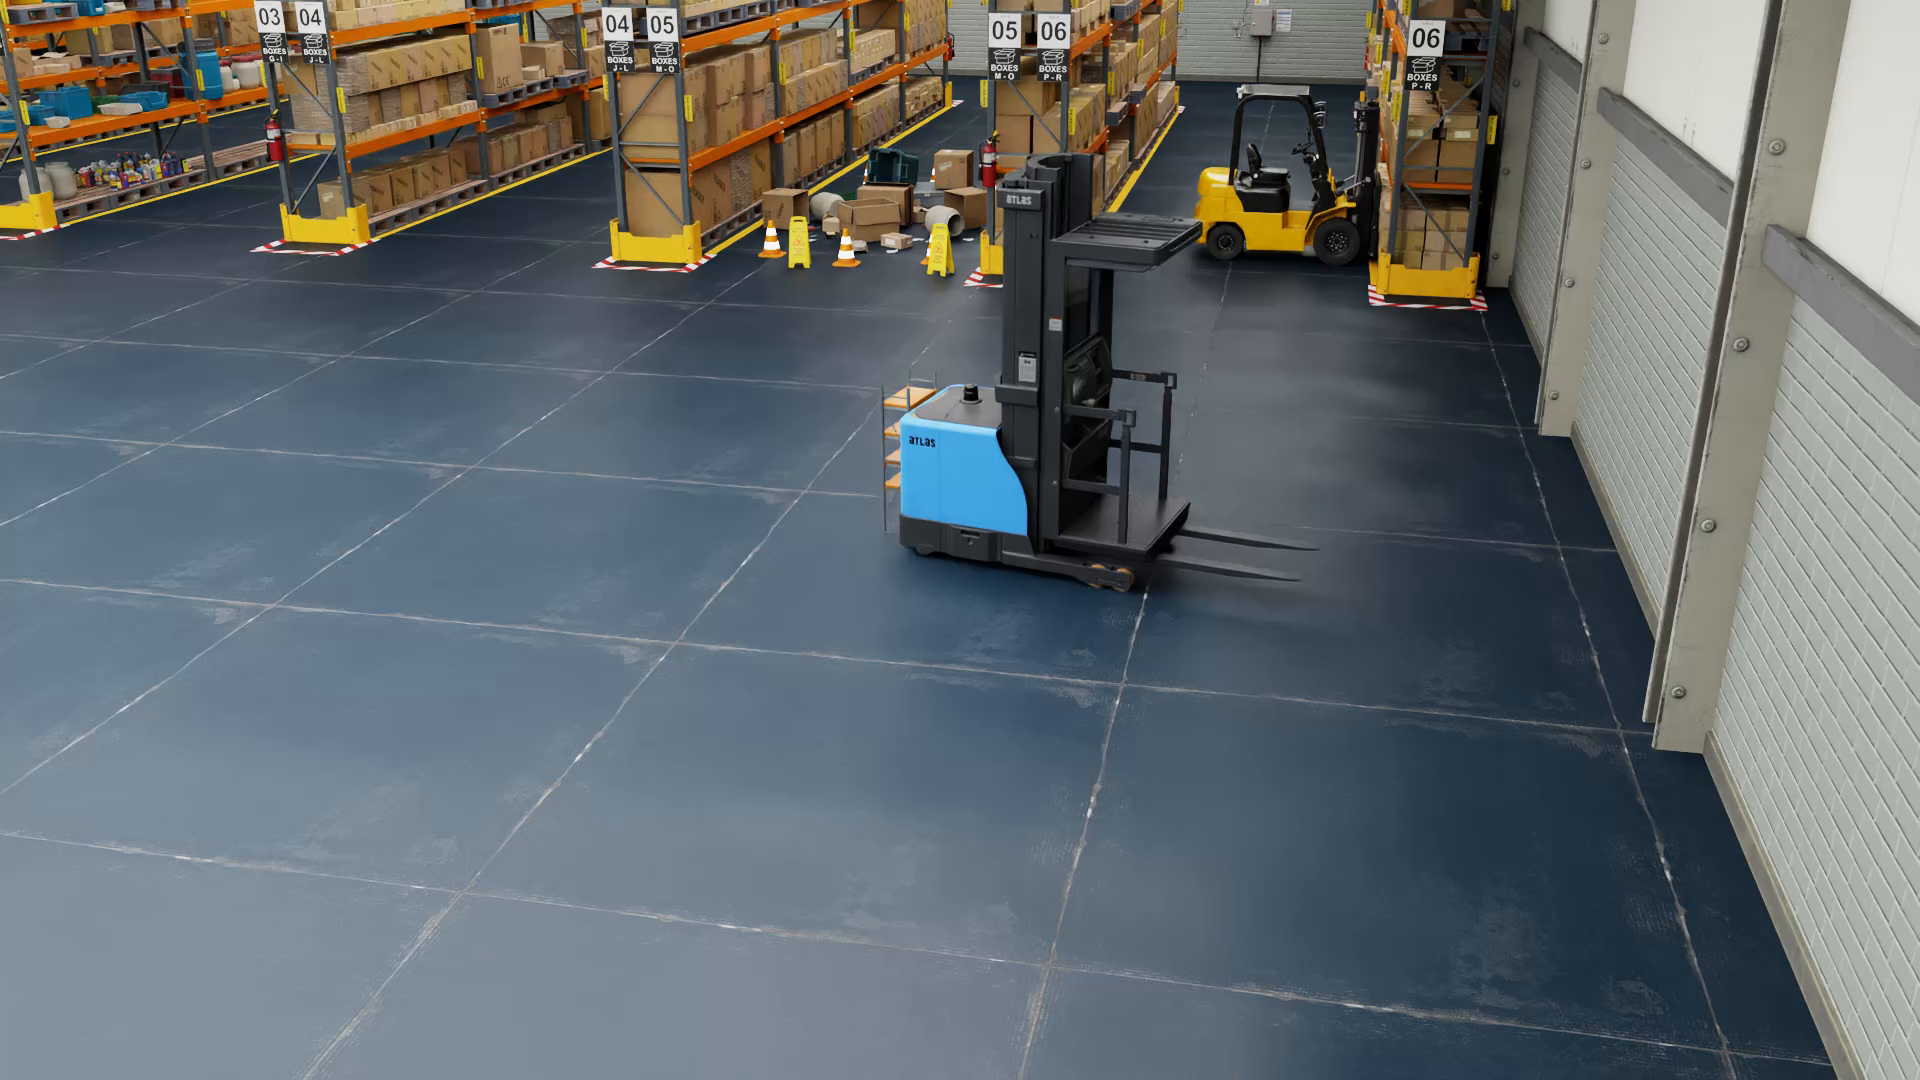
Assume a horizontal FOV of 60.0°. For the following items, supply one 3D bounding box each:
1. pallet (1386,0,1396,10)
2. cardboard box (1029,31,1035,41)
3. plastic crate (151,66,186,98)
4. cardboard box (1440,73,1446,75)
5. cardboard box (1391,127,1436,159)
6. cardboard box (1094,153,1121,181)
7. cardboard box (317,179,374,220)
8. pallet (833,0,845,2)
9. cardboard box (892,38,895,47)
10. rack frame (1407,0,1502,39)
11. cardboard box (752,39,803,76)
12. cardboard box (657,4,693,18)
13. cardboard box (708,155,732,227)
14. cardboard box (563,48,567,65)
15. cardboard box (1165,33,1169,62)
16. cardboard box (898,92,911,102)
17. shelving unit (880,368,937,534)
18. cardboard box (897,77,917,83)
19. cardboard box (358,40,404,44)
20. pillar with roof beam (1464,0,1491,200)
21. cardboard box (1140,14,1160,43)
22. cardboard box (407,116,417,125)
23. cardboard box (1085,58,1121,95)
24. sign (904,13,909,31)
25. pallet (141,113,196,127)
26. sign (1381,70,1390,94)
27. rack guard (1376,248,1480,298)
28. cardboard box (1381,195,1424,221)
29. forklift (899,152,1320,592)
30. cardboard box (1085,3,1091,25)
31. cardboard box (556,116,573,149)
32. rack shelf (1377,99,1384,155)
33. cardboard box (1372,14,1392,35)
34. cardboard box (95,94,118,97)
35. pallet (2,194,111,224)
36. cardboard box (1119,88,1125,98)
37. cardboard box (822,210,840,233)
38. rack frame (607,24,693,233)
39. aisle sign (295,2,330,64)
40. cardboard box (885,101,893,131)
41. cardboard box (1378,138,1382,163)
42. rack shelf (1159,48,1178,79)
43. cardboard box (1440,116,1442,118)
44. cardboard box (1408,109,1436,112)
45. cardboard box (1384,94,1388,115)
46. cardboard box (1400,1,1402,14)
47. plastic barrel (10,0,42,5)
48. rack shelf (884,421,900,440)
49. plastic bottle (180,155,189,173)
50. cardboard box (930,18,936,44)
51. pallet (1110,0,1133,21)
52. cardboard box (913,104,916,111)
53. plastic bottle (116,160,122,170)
[{"bbox_3d":[7.283,-8.399,25.931,1.213,0.211,1.003,6,23,13],"label":"pallet"},{"bbox_3d":[0.747,-6.416,21.091,0.380,0.149,0.250,5,23,13],"label":"cardboard box"},{"bbox_3d":[-13.093,-7.628,27.692,0.402,0.464,0.583,4,22,11],"label":"plastic crate"},{"bbox_3d":[7.171,-7.000,25.218,0.380,0.149,0.250,5,22,12],"label":"cardboard box"},{"bbox_3d":[5.660,-4.860,20.772,0.500,0.500,0.500,5,23,13],"label":"cardboard box"},{"bbox_3d":[2.046,-5.950,26.567,0.950,0.372,0.625,5,23,13],"label":"cardboard box"},{"bbox_3d":[-8.716,-4.819,23.589,0.500,0.500,0.500,9,24,21],"label":"cardboard box"},{"bbox_3d":[-2.472,-9.132,27.751,1.213,0.211,1.003,6,23,13],"label":"pallet"},{"bbox_3d":[-1.464,-9.586,32.017,0.380,0.149,0.250,5,23,13],"label":"cardboard box"},{"bbox_3d":[5.701,-7.207,18.704,1.000,3.000,0.127,4,22,11],"label":"rack frame"},{"bbox_3d":[-2.907,-7.670,26.411,0.700,0.500,0.500,5,22,11],"label":"cardboard box"},{"bbox_3d":[-3.641,-6.759,21.246,0.380,0.149,0.250,5,22,11],"label":"cardboard box"},{"bbox_3d":[-3.774,-4.926,23.352,0.875,0.875,0.875,4,22,10],"label":"cardboard box"},{"bbox_3d":[-7.370,-8.729,30.377,0.500,0.500,0.500,5,23,13],"label":"cardboard box"},{"bbox_3d":[3.857,-9.753,32.922,0.500,0.500,0.500,5,22,11],"label":"cardboard box"},{"bbox_3d":[-1.189,-8.885,33.358,0.380,0.149,0.250,6,23,14],"label":"cardboard box"},{"bbox_3d":[-0.391,-0.682,12.940,0.258,1.200,0.503,9,24,22],"label":"shelving unit"},{"bbox_3d":[-1.138,-9.866,35.794,0.380,0.149,0.250,5,22,12],"label":"cardboard box"},{"bbox_3d":[-8.588,-7.157,24.739,0.500,0.500,0.500,4,22,11],"label":"cardboard box"},{"bbox_3d":[3.736,-9.916,25.429,9.100,9.000,0.400,4,22,11],"label":"pillar with roof beam"},{"bbox_3d":[3.445,-9.518,30.999,0.500,0.500,0.500,5,23,13],"label":"cardboard box"},{"bbox_3d":[-8.246,-6.169,24.493,0.380,0.149,0.250,4,22,11],"label":"cardboard box"},{"bbox_3d":[2.136,-6.976,25.067,0.500,0.500,0.500,5,22,11],"label":"cardboard box"},{"bbox_3d":[-1.032,-10.027,32.185,0.100,0.325,0.005,4,22,11],"label":"sign"},{"bbox_3d":[-16.484,-8.661,34.076,1.003,0.211,1.213,4,22,11],"label":"pallet"},{"bbox_3d":[5.984,-6.426,23.349,0.100,0.325,0.005,4,22,11],"label":"sign"},{"bbox_3d":[5.697,-3.256,20.270,1.175,0.500,0.348,4,22,11],"label":"rack guard"},{"bbox_3d":[5.589,-4.187,21.015,0.500,0.250,0.500,5,22,12],"label":"cardboard box"},{"bbox_3d":[1.106,-1.212,11.941,3.031,2.935,1.130,9,24,22],"label":"forklift"},{"bbox_3d":[1.398,-6.799,21.508,0.500,0.250,0.500,5,22,12],"label":"cardboard box"},{"bbox_3d":[-7.345,-7.281,29.674,0.700,0.500,0.500,3,22,8],"label":"cardboard box"},{"bbox_3d":[6.926,-6.285,25.407,1.077,0.370,4.000,4,22,11],"label":"rack shelf"},{"bbox_3d":[8.304,-9.998,32.463,0.500,0.500,0.500,5,22,12],"label":"cardboard box"},{"bbox_3d":[-16.552,-8.429,32.524,0.500,0.500,0.500,5,23,13],"label":"cardboard box"},{"bbox_3d":[-13.568,-4.969,24.910,1.003,0.211,1.213,4,22,11],"label":"pallet"},{"bbox_3d":[2.373,-6.995,25.982,0.380,0.149,0.250,5,23,13],"label":"cardboard box"},{"bbox_3d":[-1.757,-4.568,23.839,0.396,0.266,0.258,8,23,20],"label":"cardboard box"},{"bbox_3d":[-4.025,-5.142,21.606,1.000,3.000,0.127,4,22,11],"label":"rack frame"},{"bbox_3d":[-8.579,-6.717,22.038,0.394,0.787,0.004,4,22,11],"label":"aisle sign"},{"bbox_3d":[-1.586,-8.088,31.706,0.500,0.500,0.500,4,22,10],"label":"cardboard box"},{"bbox_3d":[7.068,-5.977,26.296,0.875,0.625,0.625,5,23,13],"label":"cardboard box"},{"bbox_3d":[3.698,-9.588,33.608,1.077,0.370,4.000,4,22,11],"label":"rack shelf"},{"bbox_3d":[6.360,-5.435,21.331,0.380,0.149,0.250,4,22,11],"label":"cardboard box"},{"bbox_3d":[5.588,-5.149,20.224,0.380,0.149,0.250,4,22,11],"label":"cardboard box"},{"bbox_3d":[6.368,-6.249,23.886,0.500,0.250,0.500,4,22,10],"label":"cardboard box"},{"bbox_3d":[5.972,-6.981,21.798,0.380,0.149,0.250,5,23,13],"label":"cardboard box"},{"bbox_3d":[-13.601,-8.035,23.959,0.600,0.588,0.600,0,22,0],"label":"plastic barrel"},{"bbox_3d":[-0.391,-0.827,12.882,0.258,0.148,0.480,9,24,22],"label":"rack shelf"},{"bbox_3d":[-12.668,-6.140,27.132,0.061,0.283,0.133,6,23,14],"label":"plastic bottle"},{"bbox_3d":[-0.804,-10.620,34.675,0.500,0.500,0.500,5,22,11],"label":"cardboard box"},{"bbox_3d":[1.888,-7.786,24.408,1.213,0.211,1.003,4,22,11],"label":"pallet"},{"bbox_3d":[-1.110,-8.902,34.195,0.380,0.149,0.250,4,22,9],"label":"cardboard box"},{"bbox_3d":[-13.495,-5.947,26.667,0.097,0.271,0.097,0,22,0],"label":"plastic bottle"}]
